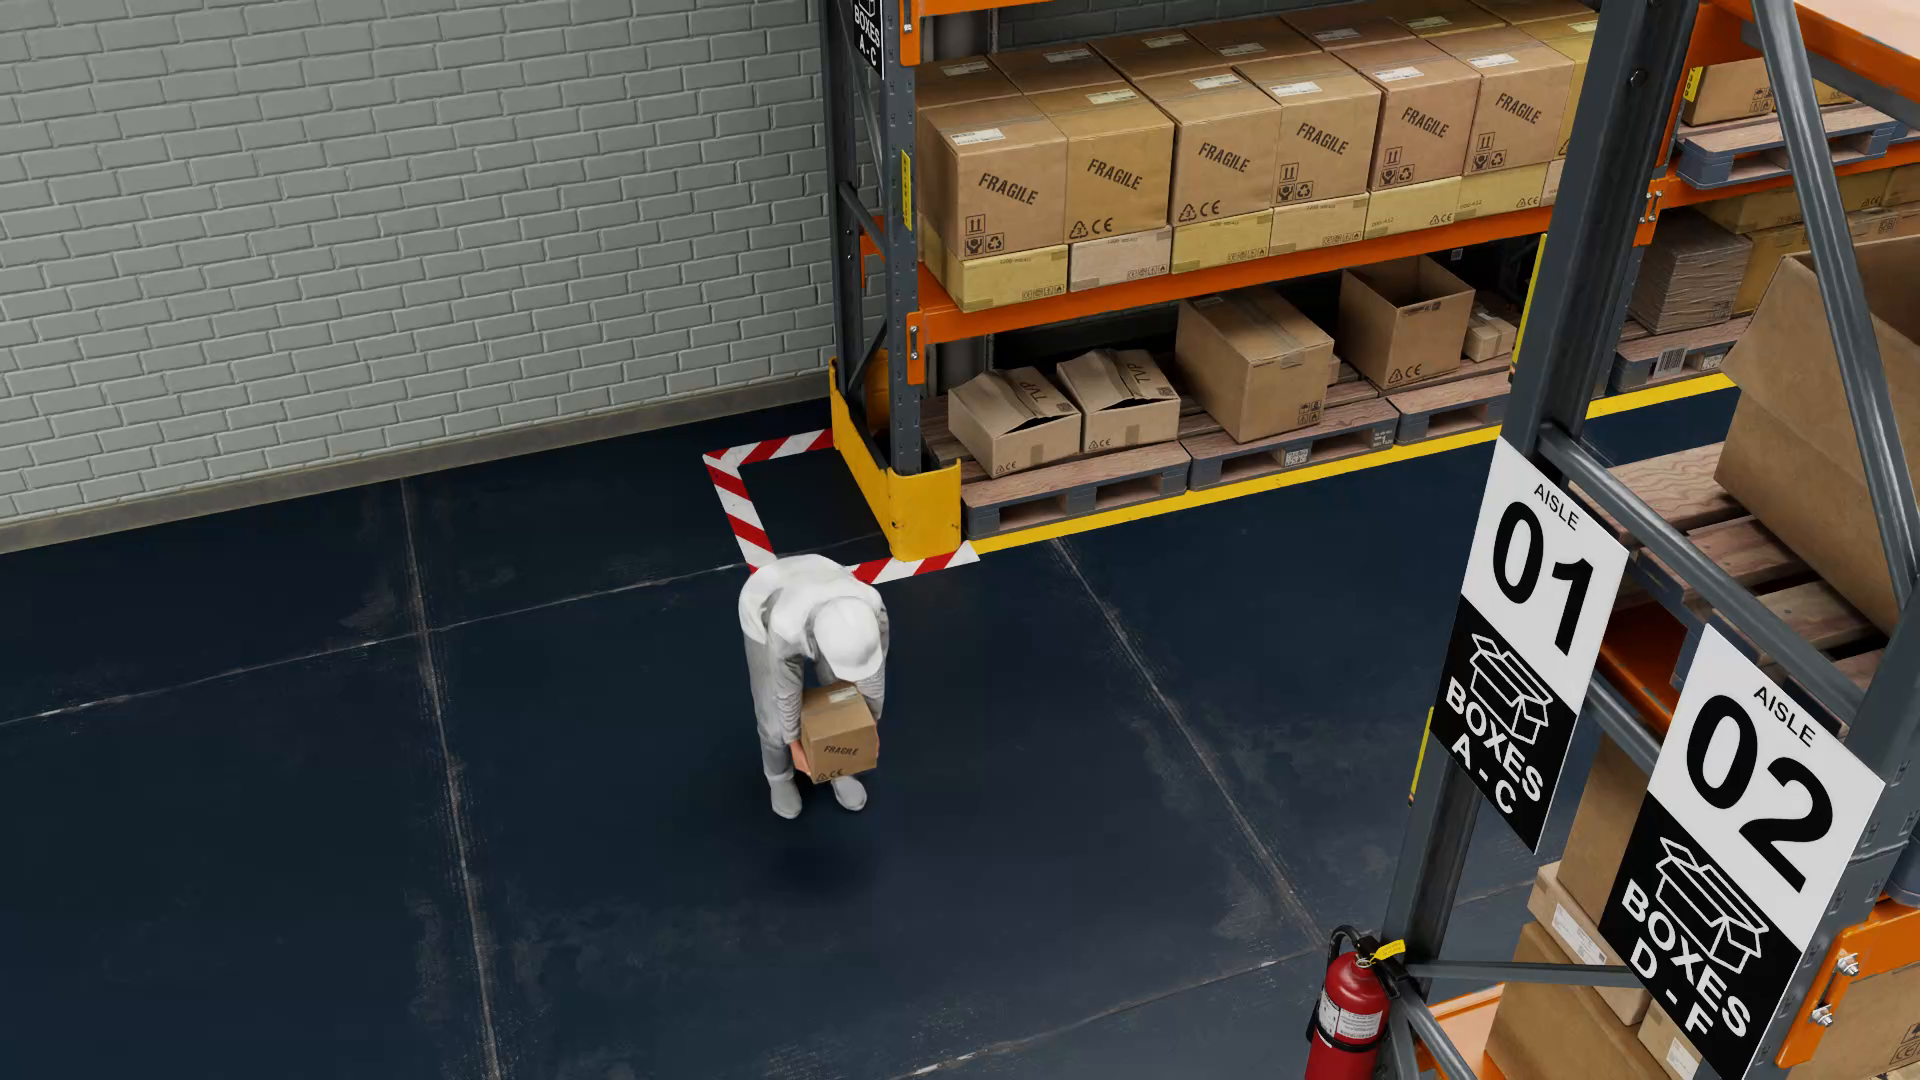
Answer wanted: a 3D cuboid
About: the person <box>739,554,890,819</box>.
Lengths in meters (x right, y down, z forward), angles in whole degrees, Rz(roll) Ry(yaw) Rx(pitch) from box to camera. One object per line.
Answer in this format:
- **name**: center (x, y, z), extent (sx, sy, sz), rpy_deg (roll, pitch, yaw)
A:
- **person**: center (-0.517, 0.580, 6.323), extent (0.473, 1.391, 0.919), rpy_deg (-14, 40, -17)
